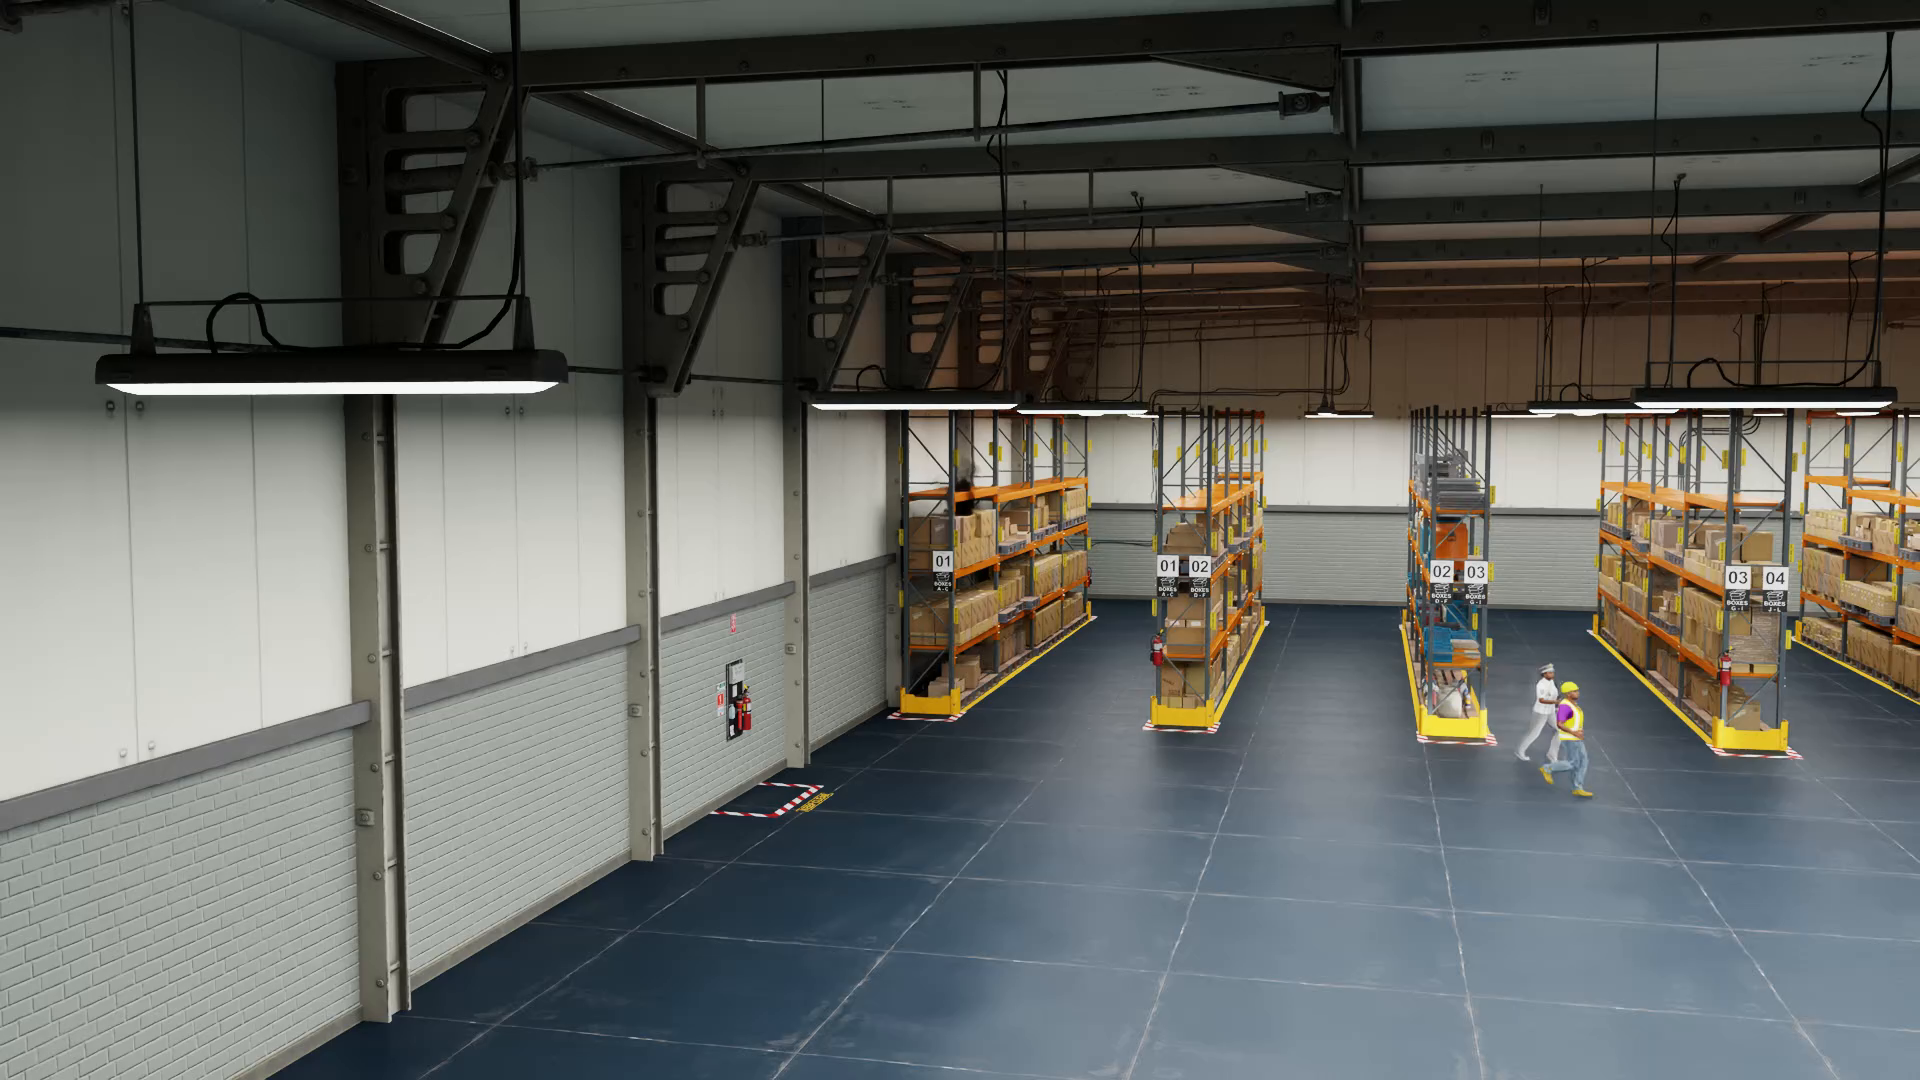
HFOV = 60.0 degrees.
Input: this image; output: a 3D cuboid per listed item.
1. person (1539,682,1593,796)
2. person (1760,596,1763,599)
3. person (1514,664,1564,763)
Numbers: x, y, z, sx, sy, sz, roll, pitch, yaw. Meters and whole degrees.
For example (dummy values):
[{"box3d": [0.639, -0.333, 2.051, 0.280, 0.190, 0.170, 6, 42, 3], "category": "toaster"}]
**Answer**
[{"box3d": [9.311, 3.032, 25.443, 0.787, 1.735, 0.698, 3, 5, 34], "category": "person"}, {"box3d": [20.034, 1.957, 41.325, 0.506, 1.567, 0.630, 1, 4, 16], "category": "person"}, {"box3d": [9.707, 2.899, 27.660, 0.585, 1.738, 0.882, -3, 5, -39], "category": "person"}]
